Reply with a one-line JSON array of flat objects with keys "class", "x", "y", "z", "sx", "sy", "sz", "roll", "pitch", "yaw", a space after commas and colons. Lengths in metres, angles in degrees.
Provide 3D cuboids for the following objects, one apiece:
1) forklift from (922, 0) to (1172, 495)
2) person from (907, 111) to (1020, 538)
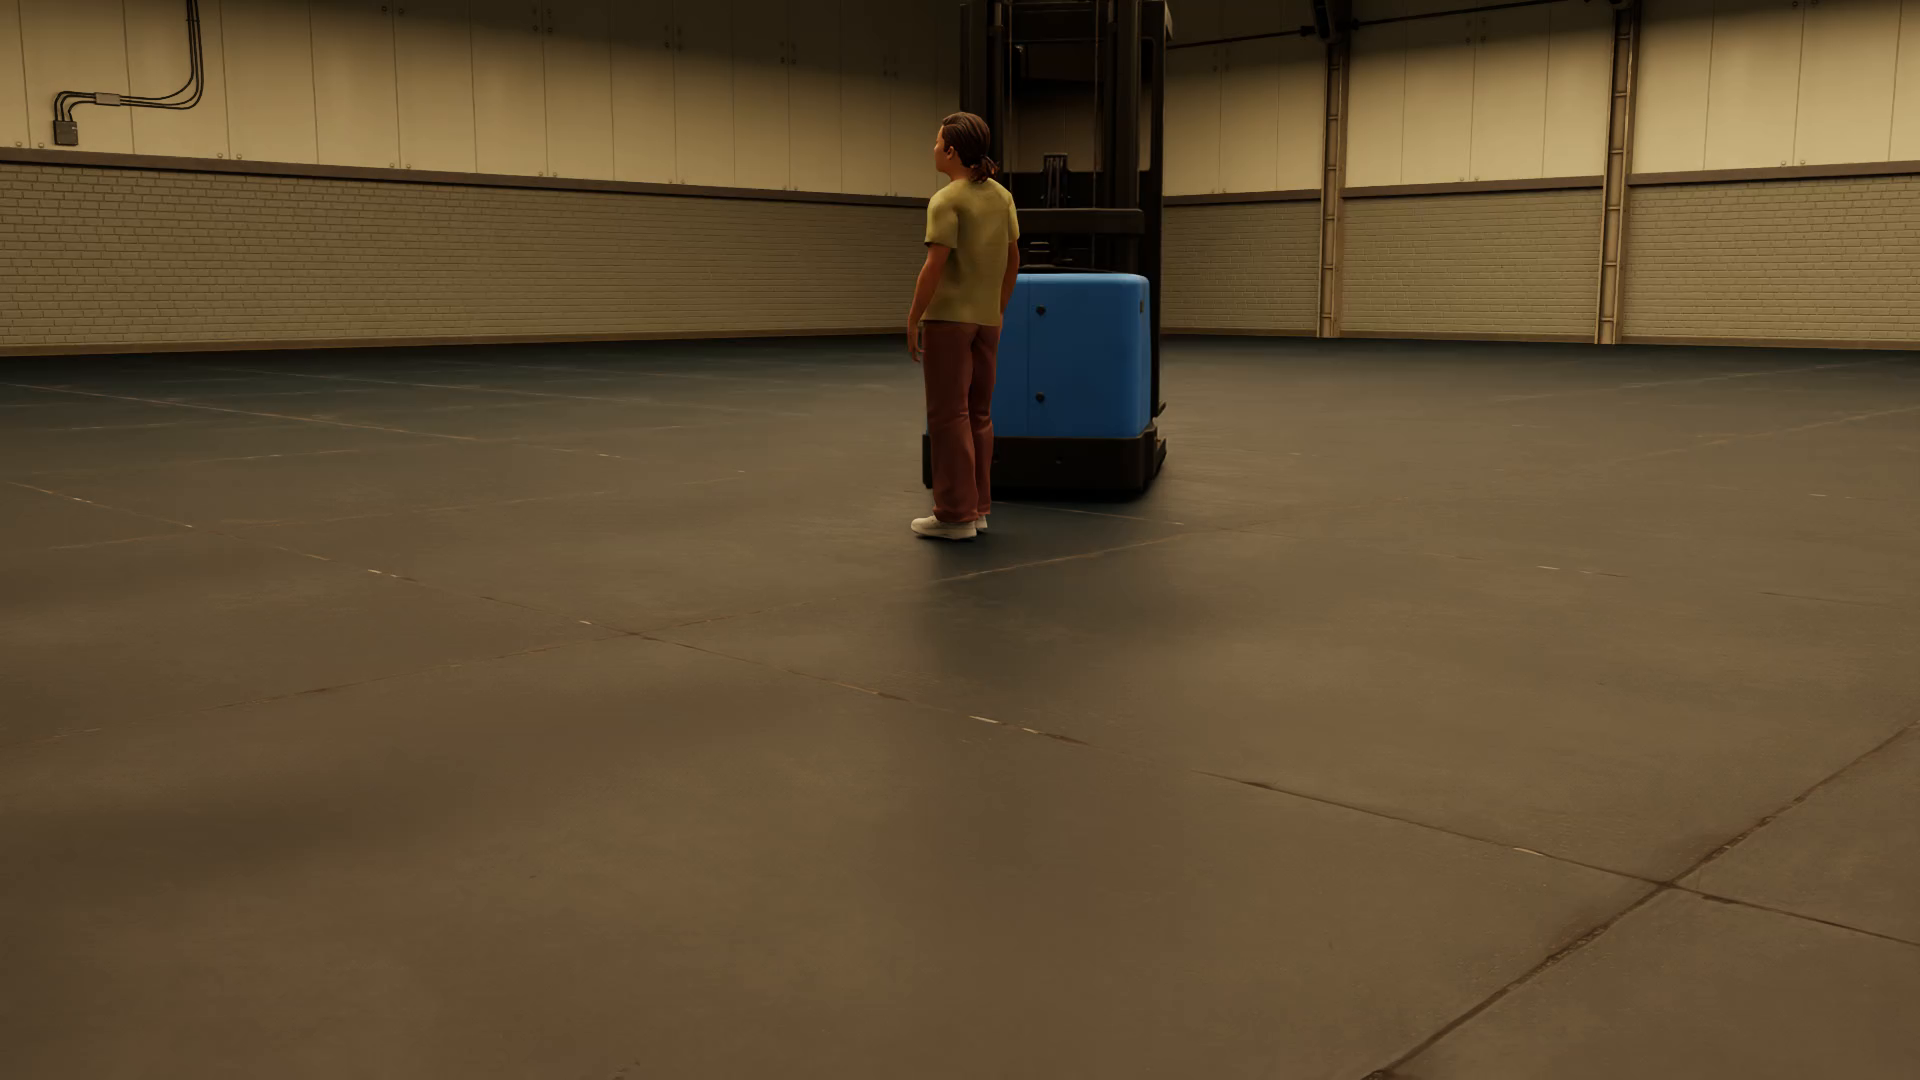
[{"class": "forklift", "x": 0.581, "y": -1.849, "z": 9.152, "sx": 1.130, "sy": 2.935, "sz": 3.031, "roll": 1, "pitch": 9, "yaw": 10}, {"class": "person", "x": -0.046, "y": -0.845, "z": 6.650, "sx": 0.548, "sy": 1.673, "sz": 0.554, "roll": 8, "pitch": 12, "yaw": 43}]
